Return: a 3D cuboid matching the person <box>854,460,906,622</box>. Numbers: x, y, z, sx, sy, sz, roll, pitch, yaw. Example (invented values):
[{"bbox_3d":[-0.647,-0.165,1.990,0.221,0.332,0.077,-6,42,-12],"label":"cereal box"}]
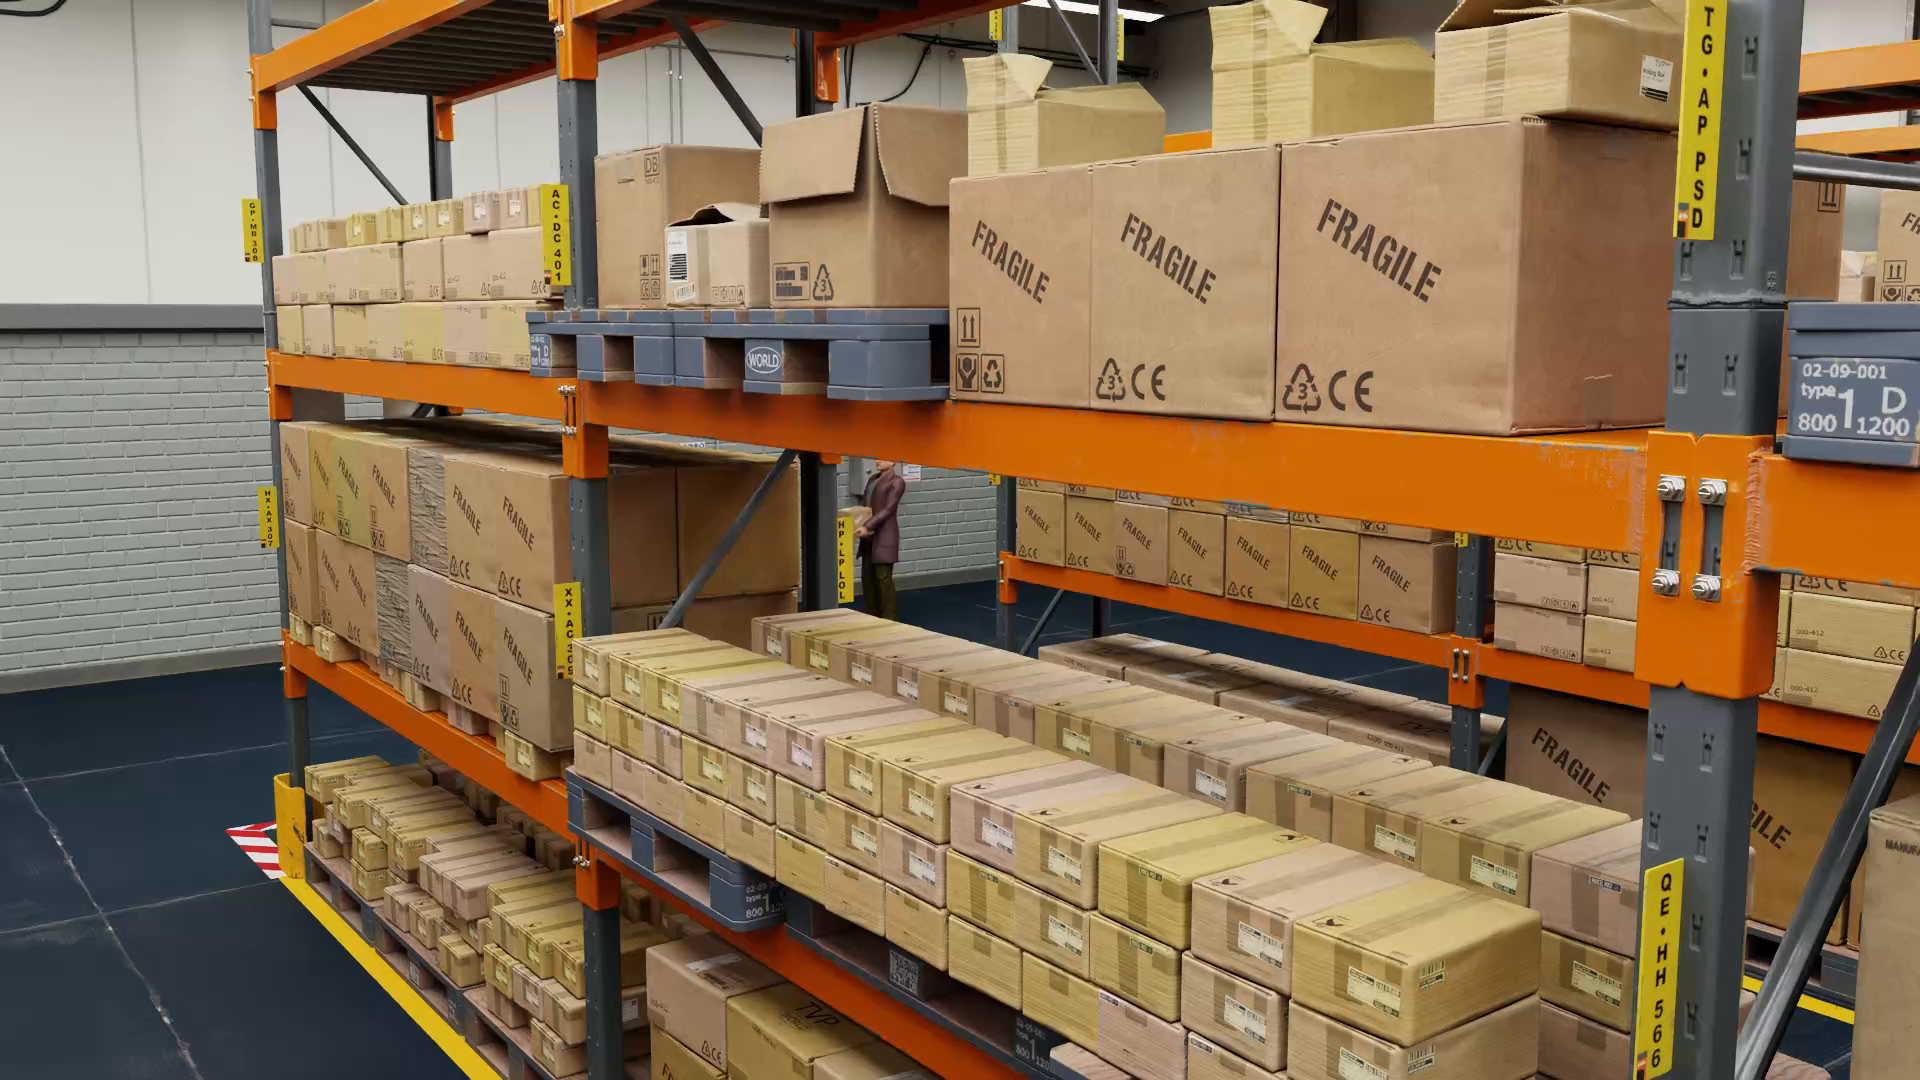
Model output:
[{"bbox_3d":[-0.844,-0.002,15.884,0.562,1.769,0.530,-6,9,-36],"label":"person"}]
